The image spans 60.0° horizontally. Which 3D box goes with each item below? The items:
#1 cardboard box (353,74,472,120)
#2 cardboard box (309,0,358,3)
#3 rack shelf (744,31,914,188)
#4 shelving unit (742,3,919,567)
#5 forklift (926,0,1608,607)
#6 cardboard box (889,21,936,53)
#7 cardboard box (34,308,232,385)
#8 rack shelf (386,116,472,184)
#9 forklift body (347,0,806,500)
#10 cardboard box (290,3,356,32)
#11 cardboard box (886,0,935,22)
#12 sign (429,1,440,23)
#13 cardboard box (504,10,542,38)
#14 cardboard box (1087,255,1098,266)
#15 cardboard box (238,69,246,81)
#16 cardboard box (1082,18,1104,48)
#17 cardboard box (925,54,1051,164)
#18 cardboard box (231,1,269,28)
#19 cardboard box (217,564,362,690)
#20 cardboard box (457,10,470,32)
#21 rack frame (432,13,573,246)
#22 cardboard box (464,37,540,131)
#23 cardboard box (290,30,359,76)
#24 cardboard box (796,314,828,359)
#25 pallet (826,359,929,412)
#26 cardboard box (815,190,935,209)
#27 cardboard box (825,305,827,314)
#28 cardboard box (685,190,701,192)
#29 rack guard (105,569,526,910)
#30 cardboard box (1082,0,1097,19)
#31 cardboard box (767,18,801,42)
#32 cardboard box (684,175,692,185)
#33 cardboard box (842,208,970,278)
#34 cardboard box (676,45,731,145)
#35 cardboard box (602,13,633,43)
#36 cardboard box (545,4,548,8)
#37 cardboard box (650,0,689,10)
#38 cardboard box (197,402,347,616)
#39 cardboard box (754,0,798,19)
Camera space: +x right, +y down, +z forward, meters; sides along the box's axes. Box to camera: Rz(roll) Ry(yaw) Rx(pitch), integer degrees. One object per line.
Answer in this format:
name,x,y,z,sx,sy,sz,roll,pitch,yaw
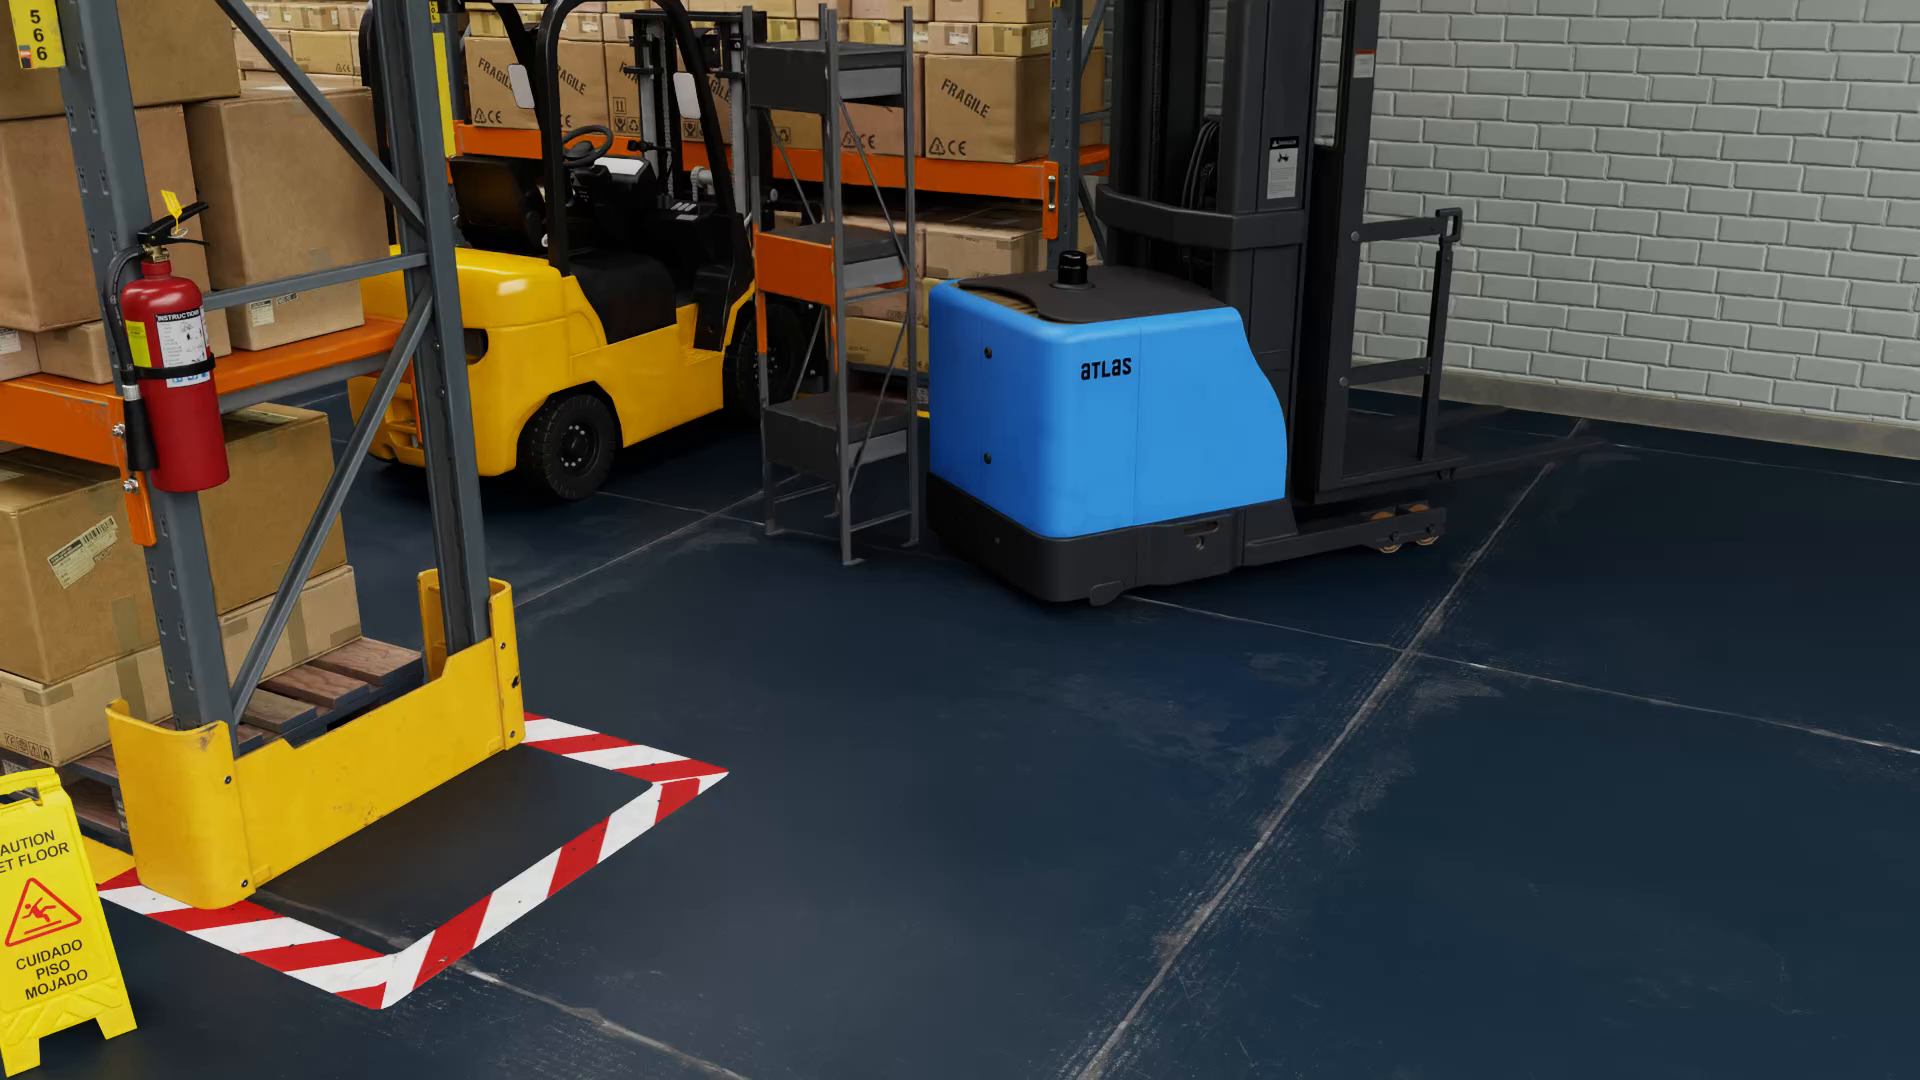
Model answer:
cardboard box,-3.339,-2.724,10.197,0.500,0.250,0.500,11,23,29
cardboard box,-4.061,-3.491,10.992,0.250,0.149,0.380,11,22,27
rack shelf,-0.492,-1.635,6.278,0.431,0.518,0.480,-19,27,-41
shelving unit,-0.490,-0.990,6.512,0.431,2.100,0.503,-19,27,-41
forklift,1.409,-1.472,6.625,3.031,2.935,1.130,-10,22,-26
cardboard box,-0.153,-2.545,8.384,0.250,0.149,0.380,11,23,28
cardboard box,-2.128,-0.526,4.285,0.250,0.149,0.380,12,23,29
rack shelf,-4.518,-2.783,11.195,4.000,0.370,1.077,11,23,27
forklift body,-1.825,-1.497,7.838,1.214,2.155,2.313,11,23,27
cardboard box,-3.894,-3.230,10.272,0.250,0.149,0.380,10,22,26
cardboard box,-0.167,-2.680,8.319,0.250,0.149,0.380,11,23,28
sign,-3.028,-3.133,9.521,0.005,0.325,0.100,11,23,27
cardboard box,-2.395,-2.967,9.548,0.250,0.149,0.380,11,23,29
cardboard box,0.411,-1.404,9.019,0.500,0.250,0.500,11,23,28
cardboard box,-4.654,-2.982,10.906,0.500,0.250,0.500,12,23,29
cardboard box,0.551,-2.609,8.562,0.250,0.149,0.380,10,22,26
cardboard box,0.163,-2.174,8.314,0.500,0.500,0.500,10,22,26
cardboard box,-4.577,-3.356,10.621,0.250,0.149,0.380,10,22,26
cardboard box,-2.266,0.233,5.240,0.500,0.250,0.500,11,22,27
cardboard box,-3.178,-3.132,10.002,0.250,0.149,0.380,12,23,29
rack frame,-2.772,-2.789,10.155,0.127,3.000,1.000,11,23,27
cardboard box,-2.512,-2.684,9.720,0.500,0.500,0.500,10,22,26
cardboard box,-3.778,-3.042,10.340,0.500,0.250,0.500,10,22,26
cardboard box,-0.706,-1.184,9.147,0.500,0.250,0.500,11,23,28
pallet,0.032,-0.928,9.113,1.213,0.211,1.003,11,23,27
cardboard box,-0.476,-1.803,9.388,0.500,0.250,0.500,11,22,27
cardboard box,-0.750,-1.418,9.058,0.500,0.250,0.500,10,22,26
cardboard box,-1.621,-1.823,9.441,0.500,0.250,0.500,12,23,29
rack guard,-1.763,0.517,4.707,0.348,0.500,1.175,11,23,27
cardboard box,0.531,-2.735,8.472,0.250,0.149,0.380,10,22,26
cardboard box,-0.851,-2.656,8.691,0.250,0.149,0.380,11,23,28
cardboard box,-1.798,-2.060,10.095,0.500,0.250,0.500,10,22,27
cardboard box,-0.282,-1.566,8.732,0.500,0.250,0.500,11,23,28
cardboard box,-1.177,-2.429,9.016,0.500,0.500,0.500,11,23,28
cardboard box,-1.746,-2.825,9.156,0.250,0.149,0.380,11,22,27
cardboard box,-2.139,-3.083,9.432,0.250,0.149,0.380,10,22,26
cardboard box,-1.475,-2.949,9.061,0.250,0.149,0.380,11,23,27
cardboard box,-2.287,-0.123,5.122,0.500,0.500,0.500,10,22,26
cardboard box,-0.858,-2.795,8.637,0.250,0.149,0.380,11,23,28
